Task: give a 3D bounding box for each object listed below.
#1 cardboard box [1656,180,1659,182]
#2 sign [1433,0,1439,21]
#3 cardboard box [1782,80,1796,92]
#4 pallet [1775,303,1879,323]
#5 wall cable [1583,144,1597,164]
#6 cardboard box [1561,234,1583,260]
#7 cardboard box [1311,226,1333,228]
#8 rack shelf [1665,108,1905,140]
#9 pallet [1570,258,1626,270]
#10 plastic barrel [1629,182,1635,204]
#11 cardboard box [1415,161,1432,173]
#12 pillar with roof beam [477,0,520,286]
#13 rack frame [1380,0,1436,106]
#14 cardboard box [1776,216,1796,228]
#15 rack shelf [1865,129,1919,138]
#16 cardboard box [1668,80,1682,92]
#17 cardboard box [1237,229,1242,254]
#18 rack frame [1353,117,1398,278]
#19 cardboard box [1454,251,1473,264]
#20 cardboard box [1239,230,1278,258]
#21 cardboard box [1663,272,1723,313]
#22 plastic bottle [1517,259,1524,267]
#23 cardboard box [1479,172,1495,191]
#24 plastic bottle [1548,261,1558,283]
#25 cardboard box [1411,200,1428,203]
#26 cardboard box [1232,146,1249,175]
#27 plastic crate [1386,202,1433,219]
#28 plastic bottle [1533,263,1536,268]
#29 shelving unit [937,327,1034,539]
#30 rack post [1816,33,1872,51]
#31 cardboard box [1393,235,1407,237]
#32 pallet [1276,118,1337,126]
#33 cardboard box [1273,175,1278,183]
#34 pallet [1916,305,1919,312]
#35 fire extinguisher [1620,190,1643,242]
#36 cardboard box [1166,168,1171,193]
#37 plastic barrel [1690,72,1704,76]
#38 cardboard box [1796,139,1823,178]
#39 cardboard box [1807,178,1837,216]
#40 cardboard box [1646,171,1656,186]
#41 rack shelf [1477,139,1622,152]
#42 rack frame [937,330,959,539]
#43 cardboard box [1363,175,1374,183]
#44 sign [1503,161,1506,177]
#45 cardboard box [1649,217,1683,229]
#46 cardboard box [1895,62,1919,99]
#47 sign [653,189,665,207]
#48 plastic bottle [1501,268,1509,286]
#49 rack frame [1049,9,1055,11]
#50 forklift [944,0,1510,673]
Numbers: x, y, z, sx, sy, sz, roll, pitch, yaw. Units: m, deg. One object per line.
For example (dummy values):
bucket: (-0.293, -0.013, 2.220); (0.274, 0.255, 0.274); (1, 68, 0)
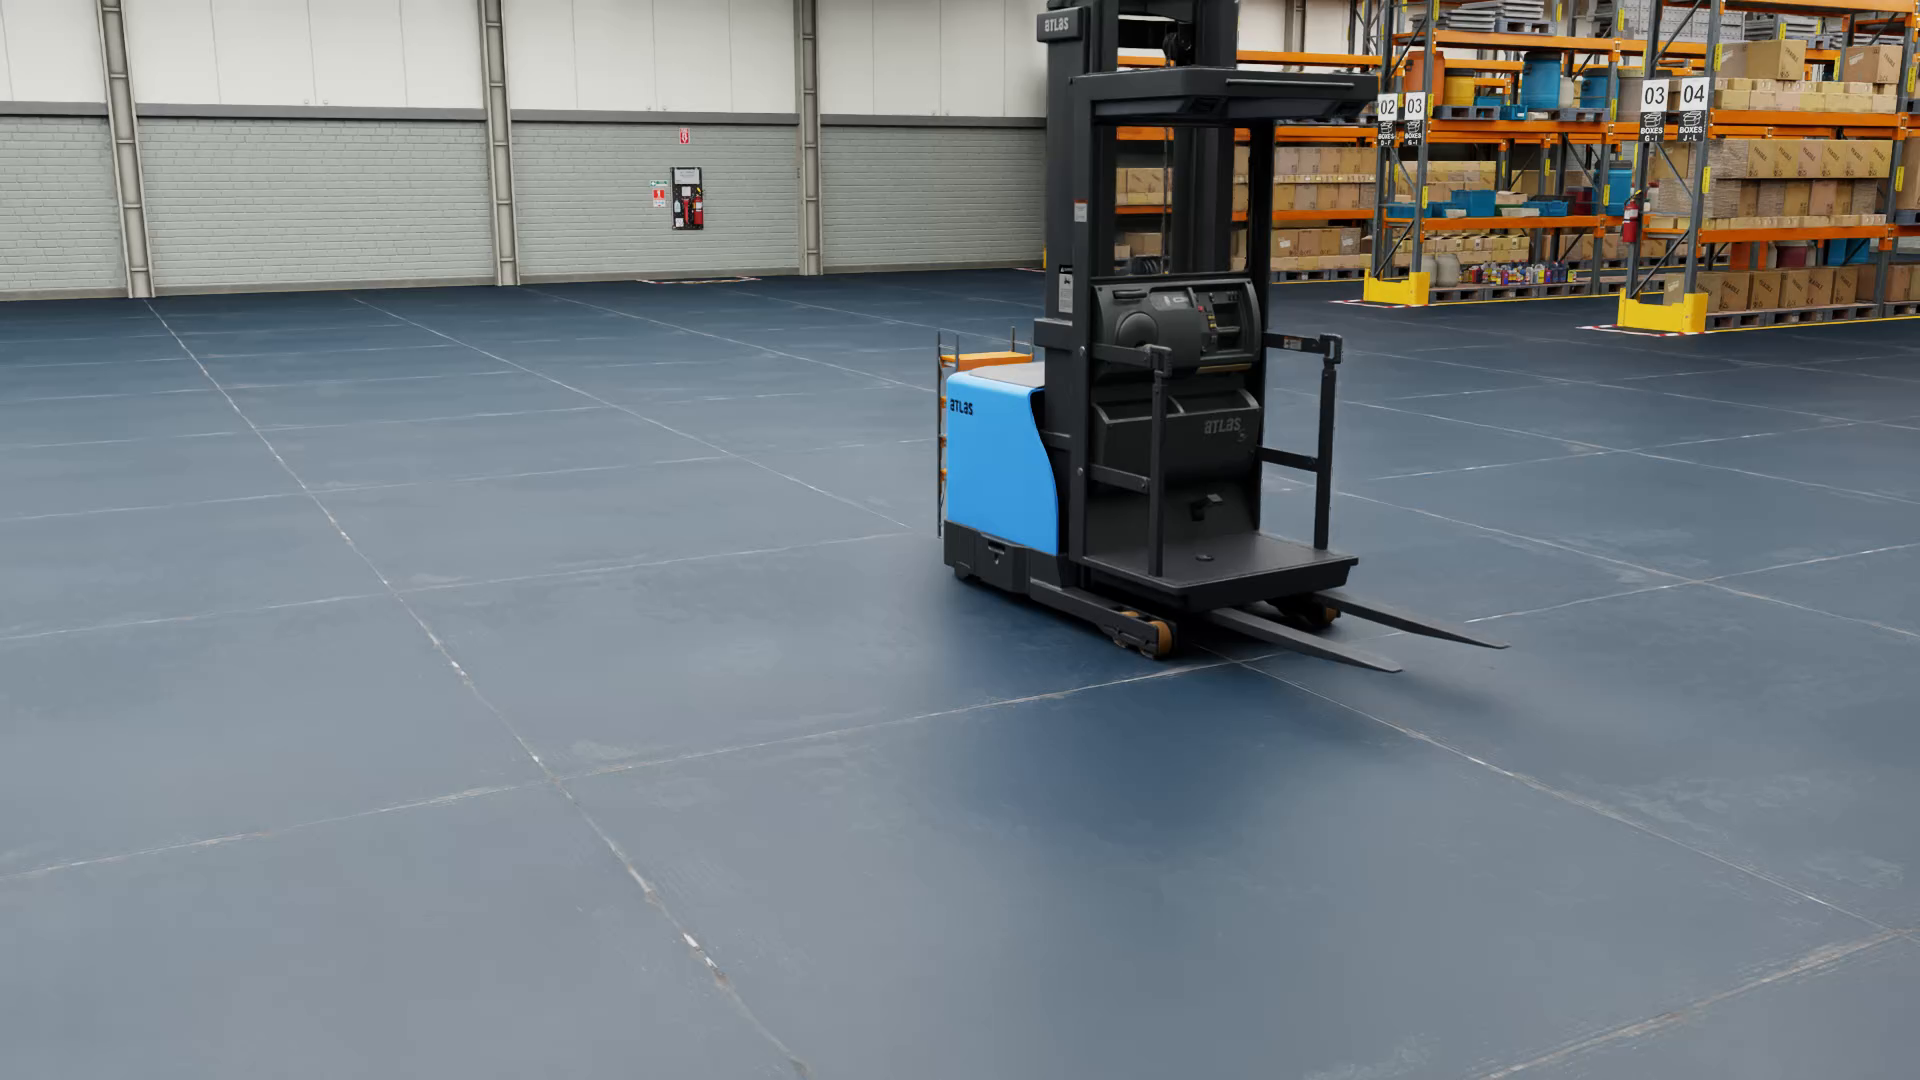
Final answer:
cardboard box: (15.332, -7.583, 36.245); (0.500, 0.500, 0.500); (-7, 14, -27)
sign: (7.113, -7.933, 24.841); (0.005, 0.325, 0.100); (-7, 14, -28)
cardboard box: (10.737, -5.960, 21.861); (0.250, 0.149, 0.380); (-8, 15, -30)
pallet: (12.165, -3.243, 23.540); (1.213, 0.211, 1.003); (-7, 14, -28)
wall cable: (16.821, -9.620, 43.209); (1.851, 1.984, 0.084); (-7, 14, -28)
cardboard box: (12.498, -6.056, 34.376); (0.500, 0.500, 0.500); (-7, 15, -30)
cardboard box: (7.002, -5.777, 32.047); (0.500, 0.500, 0.500); (-7, 14, -28)
rack shelf: (10.982, -5.583, 22.393); (4.000, 0.370, 1.077); (-7, 14, -28)
pallet: (13.248, -5.850, 35.122); (1.213, 0.211, 1.003); (-7, 14, -28)
plastic barrel: (11.309, -5.760, 28.064); (0.433, 0.535, 0.433); (0, 13, 0)
cardboard box: (10.559, -8.643, 38.525); (0.500, 0.250, 0.500); (-7, 14, -27)
pillar with roof beam: (-6.164, -8.199, 25.546); (0.400, 9.000, 9.100); (-7, 14, -28)
rack frame: (6.853, -8.142, 25.291); (0.127, 3.000, 1.000); (-7, 14, -28)
cardboard box: (10.954, -4.261, 22.283); (0.250, 0.149, 0.380); (-7, 14, -28)
rack shelf: (19.142, -7.800, 32.244); (4.000, 0.370, 1.077); (-7, 14, -28)
cardboard box: (9.321, -5.935, 21.749); (0.250, 0.149, 0.380); (-7, 14, -28)
cardboard box: (6.255, -6.621, 36.887); (0.500, 0.500, 0.700); (-6, 14, -26)
rack frame: (7.994, -6.591, 32.063); (0.127, 3.000, 1.000); (-7, 14, -28)
cardboard box: (9.816, -5.611, 33.014); (0.500, 0.250, 0.500); (-7, 14, -27)
cardboard box: (5.498, -5.466, 30.662); (0.500, 0.500, 0.500); (-7, 14, -28)
cardboard box: (9.783, -3.308, 22.214); (0.500, 0.500, 0.500); (-4, 13, -17)
plastic bottle: (9.457, -4.553, 28.040); (0.185, 0.351, 0.144); (-6, 14, -26)
cardboard box: (12.355, -8.493, 39.565); (0.500, 0.500, 0.500); (-7, 15, -29)
plastic bottle: (9.769, -4.415, 27.424); (0.185, 0.351, 0.144); (-8, 15, -31)
cardboard box: (8.870, -6.522, 32.329); (0.250, 0.149, 0.380); (-7, 14, -28)
cardboard box: (4.945, -6.904, 30.272); (0.500, 0.500, 0.700); (-7, 14, -28)
plastic crate: (7.149, -5.253, 26.456); (0.616, 0.251, 0.499); (-7, 14, -28)
plastic bottle: (9.655, -4.516, 28.030); (0.133, 0.283, 0.061); (-7, 14, -28)
shelving unit: (0.145, -0.603, 9.555); (0.503, 1.200, 0.258); (-7, 14, -28)
rack post: (15.670, -8.923, 29.900); (0.954, 0.300, 0.937); (-5, 14, -22)
cardboard box: (8.666, -5.882, 32.940); (0.500, 0.311, 0.500); (-6, 14, -26)
pallet: (6.188, -7.789, 30.756); (1.213, 0.211, 1.003); (-7, 14, -28)
cardboard box: (5.603, -6.615, 30.467); (0.250, 0.149, 0.380); (-7, 14, -29)
pallet: (14.492, -3.532, 24.824); (1.213, 0.211, 1.003); (-7, 14, -28)
fire extinguisher: (8.905, -4.299, 22.058); (0.183, 0.674, 0.296); (-7, 14, -28)
cardboard box: (4.468, -7.634, 35.285); (0.500, 0.500, 0.500); (-7, 15, -29)
plastic barrel: (13.050, -7.720, 29.107); (0.600, 0.901, 0.600); (0, 13, 0)
cardboard box: (11.156, -5.105, 22.280); (0.500, 0.500, 0.500); (-7, 14, -28)
cardboard box: (11.466, -4.722, 22.853); (0.500, 0.500, 0.875); (-7, 14, -28)
cardboard box: (14.493, -7.679, 35.715); (0.700, 0.500, 0.500); (11, 17, 41)
rack shelf: (14.395, -9.709, 40.727); (4.000, 0.370, 1.077); (-7, 14, -28)
rack frame: (-0.069, -0.577, 9.441); (0.015, 1.200, 0.240); (-7, 14, -28)
cardboard box: (7.640, -6.860, 31.556); (0.250, 0.149, 0.380); (-7, 15, -29)
sign: (11.237, -7.641, 34.274); (0.005, 0.325, 0.100); (-7, 14, -28)
cardboard box: (9.378, -4.208, 22.046); (0.250, 0.149, 0.380); (-7, 14, -28)
cardboard box: (13.197, -6.430, 23.326); (0.637, 0.503, 0.797); (-8, 15, -31)
sign: (-5.682, -6.460, 31.400); (0.234, 0.329, 0.001); (-7, 14, -28)
plastic bottle: (8.801, -4.255, 26.870); (0.133, 0.283, 0.061); (-7, 14, -27)
rack frame: (2.106, -10.051, 33.774); (0.127, 3.000, 1.000); (-7, 14, -28)
forklift: (1.128, -1.029, 7.505); (1.130, 2.935, 3.031); (-8, 15, -31)
